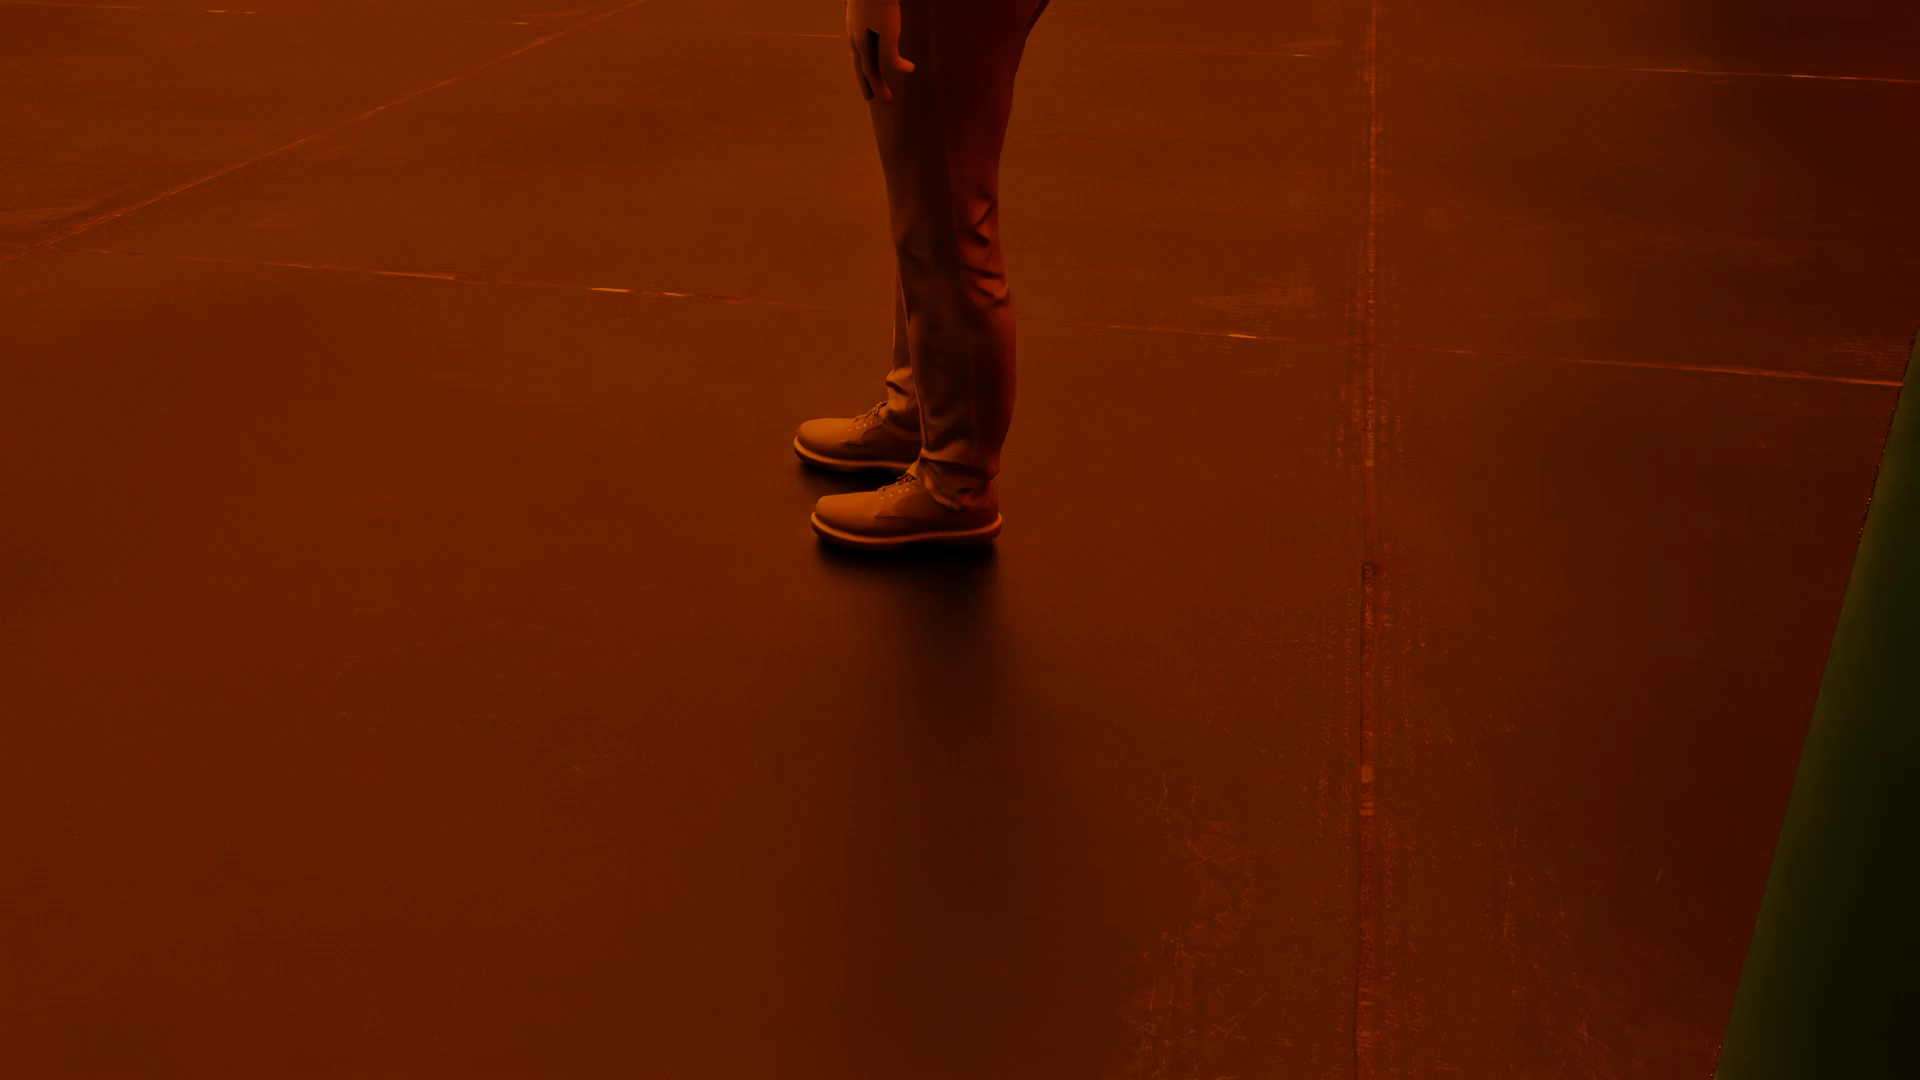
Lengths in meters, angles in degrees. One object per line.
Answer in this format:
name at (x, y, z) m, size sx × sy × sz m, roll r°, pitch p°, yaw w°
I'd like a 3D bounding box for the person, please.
person at (-0.065, -0.773, 2.134) m, size 0.532 × 1.694 × 0.586 m, roll 6°, pitch 27°, yaw 11°
